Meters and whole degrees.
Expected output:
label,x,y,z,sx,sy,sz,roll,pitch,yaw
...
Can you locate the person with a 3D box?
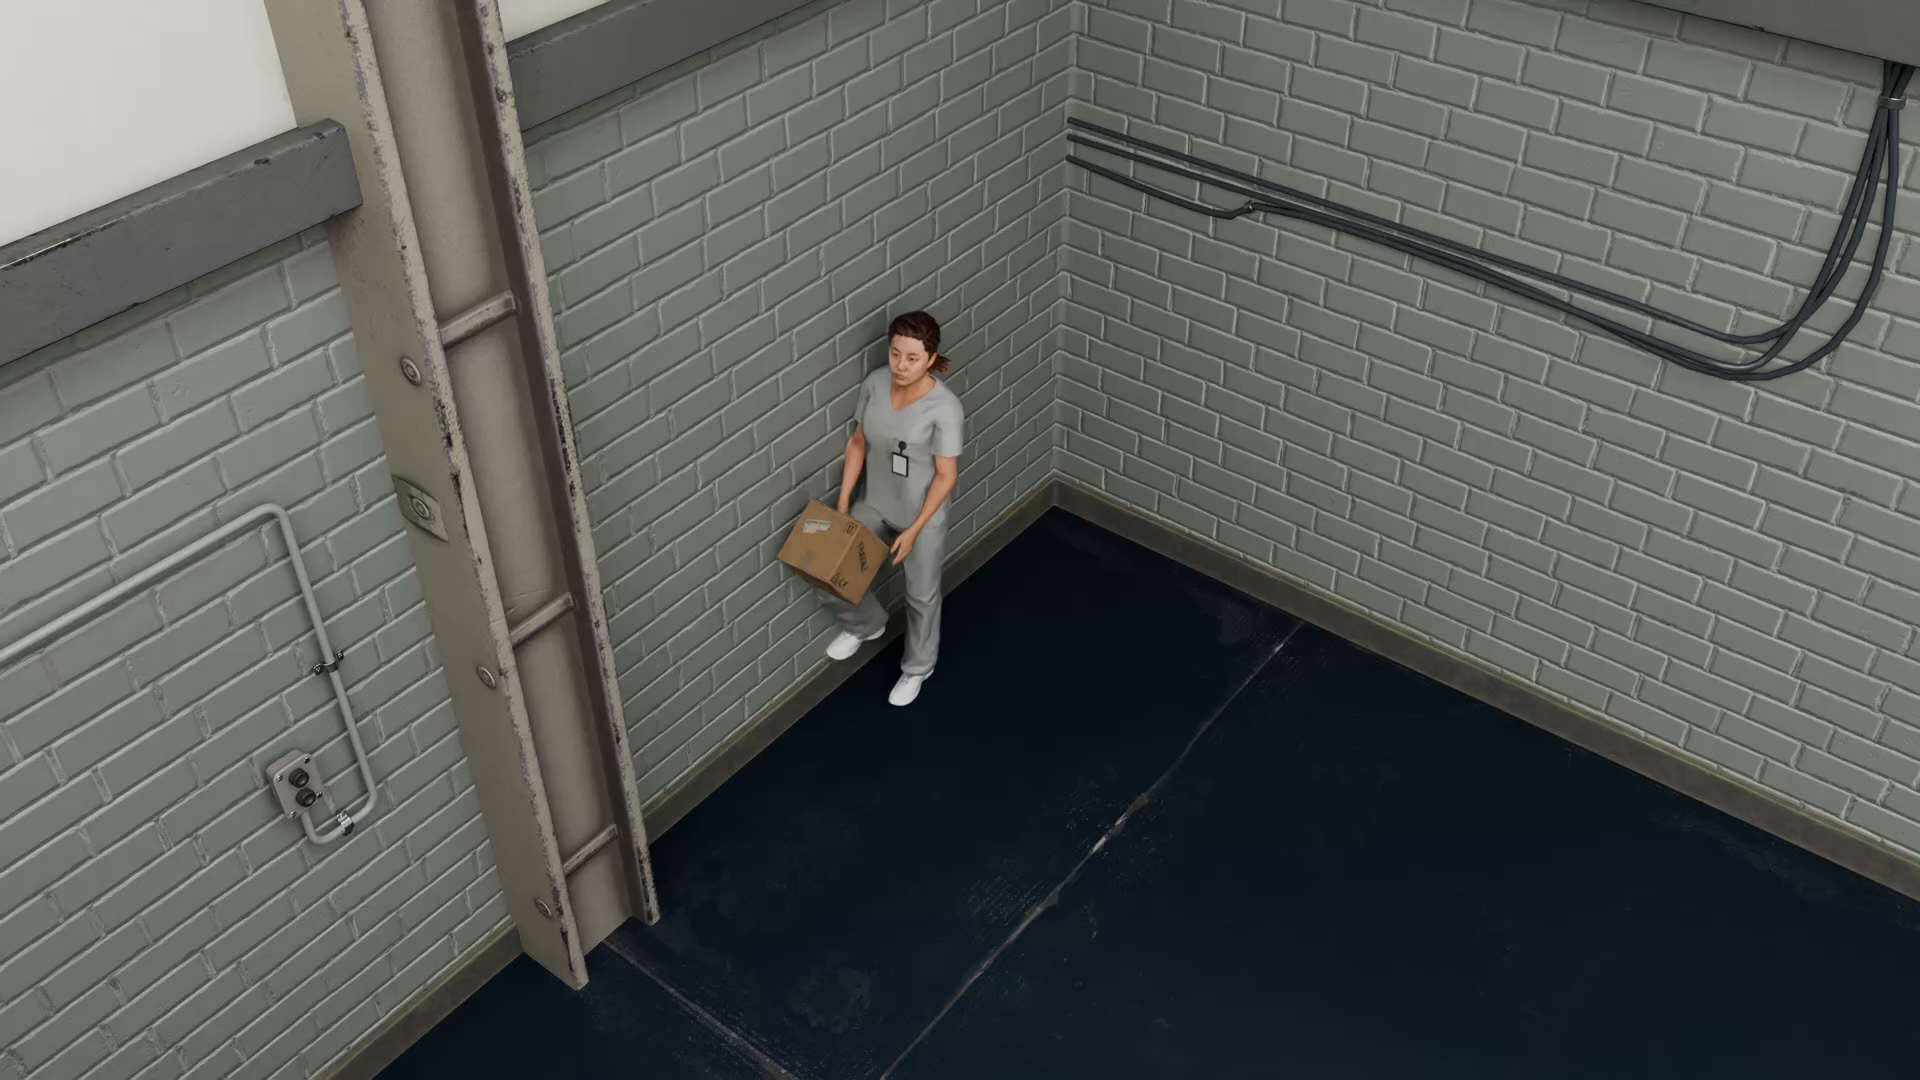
label,x,y,z,sx,sy,sz,roll,pitch,yaw
person,-0.243,-0.080,6.250,0.485,1.670,0.518,22,44,25
